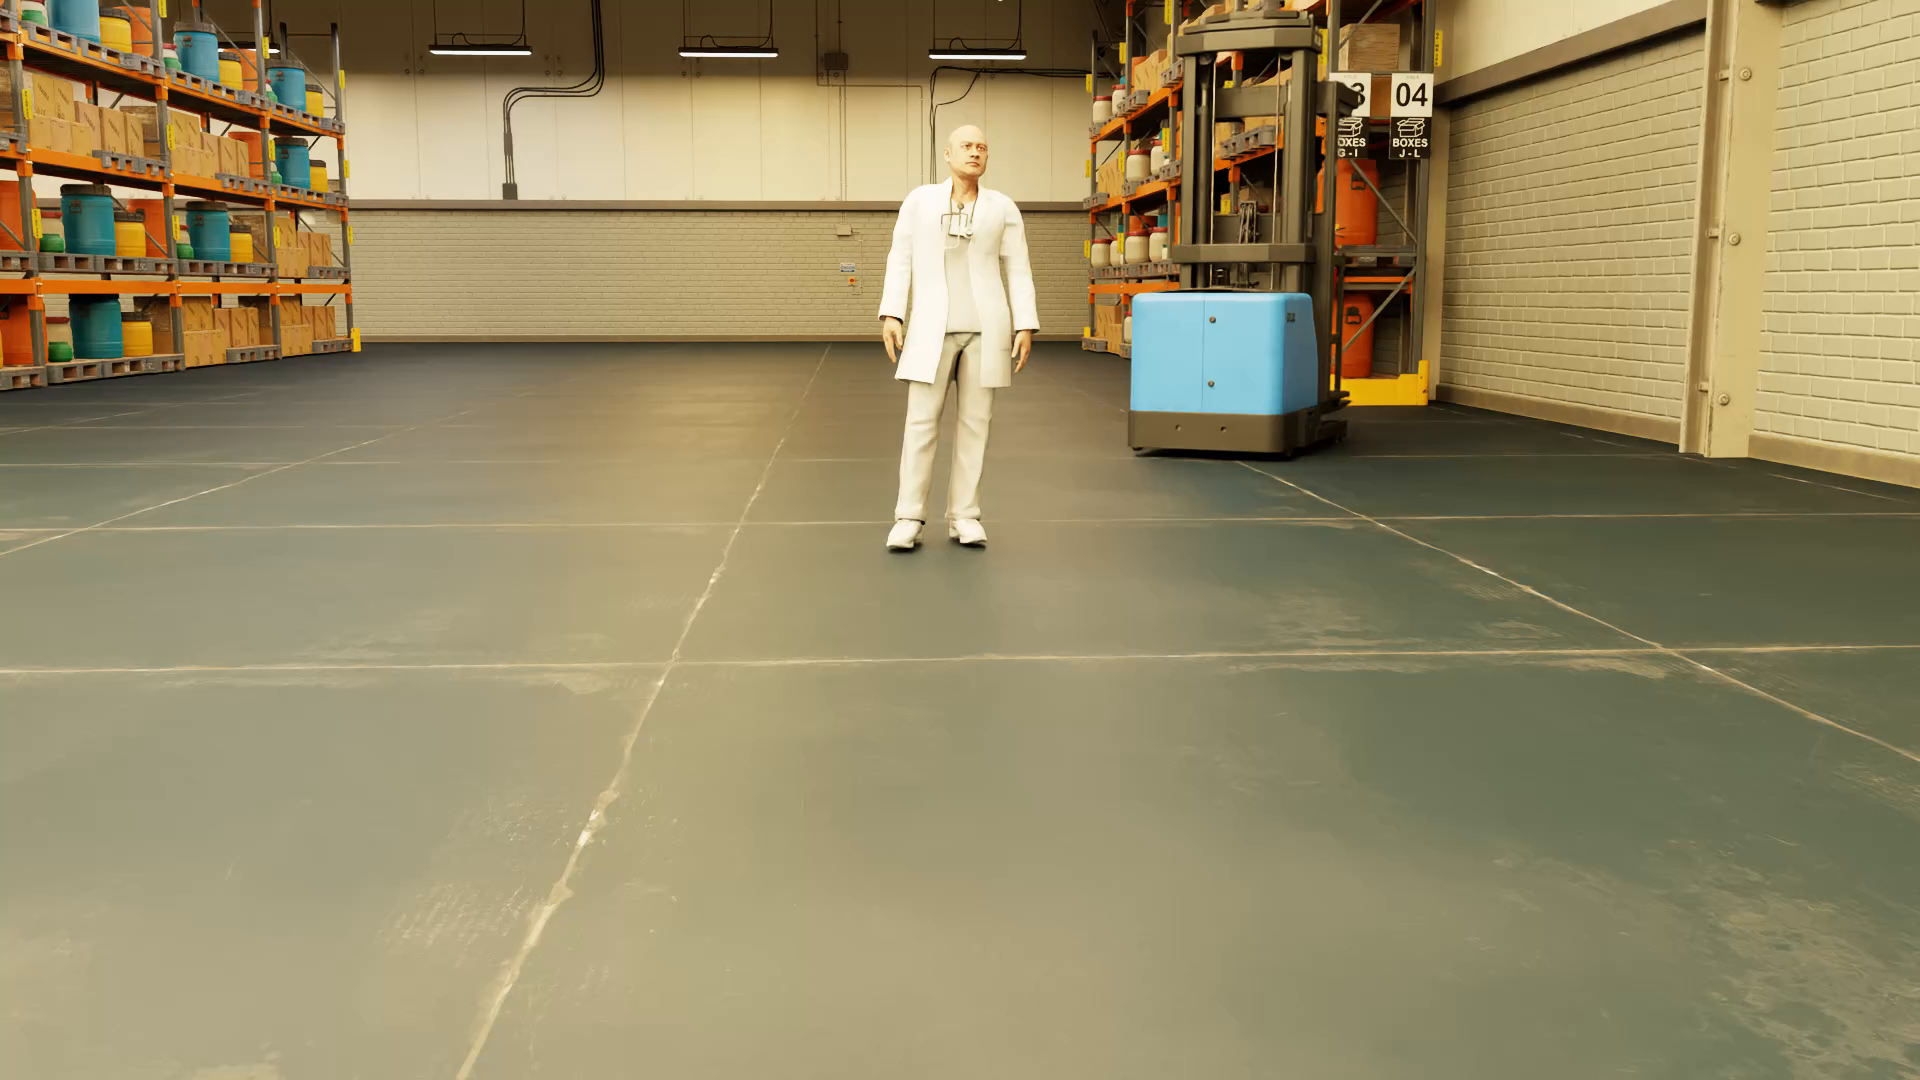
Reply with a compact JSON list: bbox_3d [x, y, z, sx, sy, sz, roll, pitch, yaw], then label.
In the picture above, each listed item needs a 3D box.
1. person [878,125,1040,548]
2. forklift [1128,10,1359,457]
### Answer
[{"bbox_3d":[0.001,-0.873,7.089,0.696,1.775,0.581,-1,8,-4],"label":"person"},{"bbox_3d":[2.185,-2.162,11.892,1.130,2.935,3.031,4,9,24],"label":"forklift"}]
